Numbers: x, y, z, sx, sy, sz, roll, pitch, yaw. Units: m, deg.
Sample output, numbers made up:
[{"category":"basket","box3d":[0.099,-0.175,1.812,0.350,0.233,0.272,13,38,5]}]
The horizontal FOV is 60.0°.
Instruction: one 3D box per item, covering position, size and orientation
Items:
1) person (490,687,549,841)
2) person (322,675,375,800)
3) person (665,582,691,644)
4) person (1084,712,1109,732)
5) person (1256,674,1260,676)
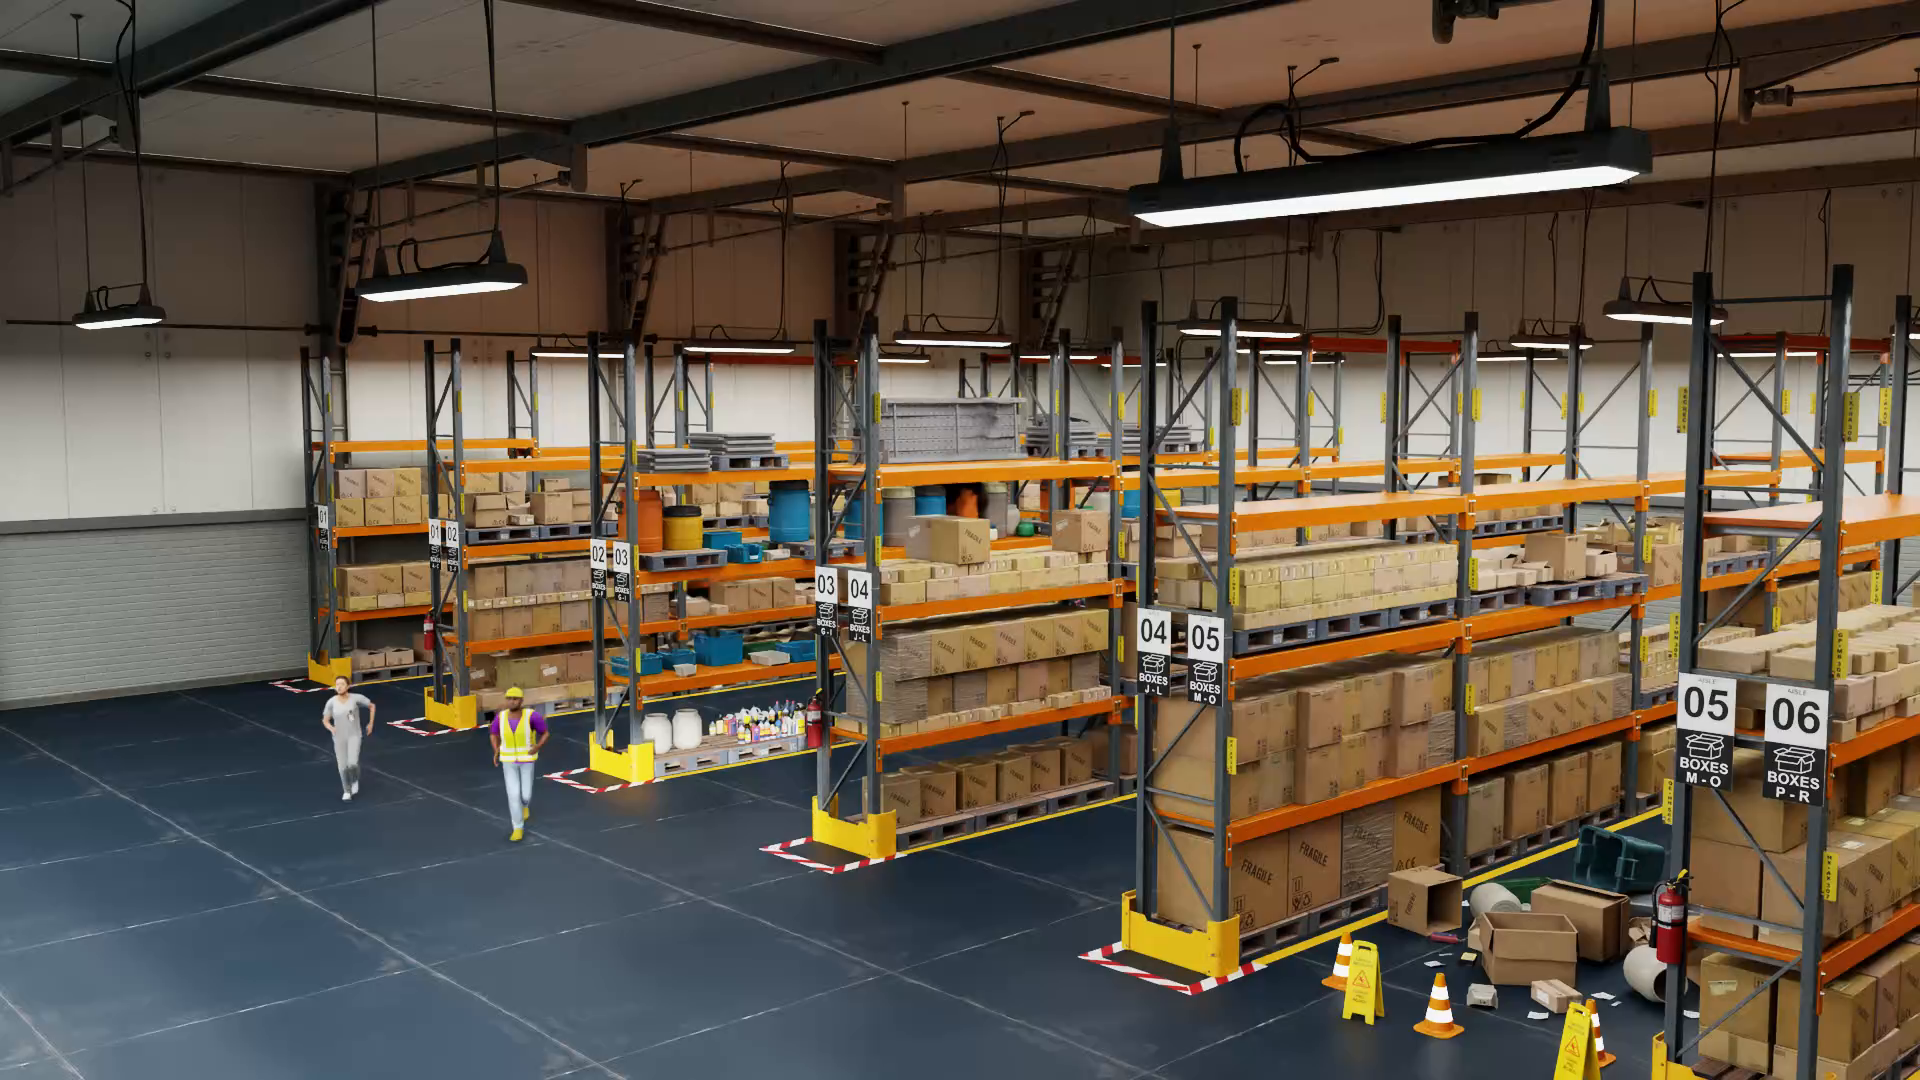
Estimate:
[{"category":"person","box3d":[-5.170,2.589,19.511,0.691,1.756,0.770,-1,5,-8]},{"category":"person","box3d":[-7.708,2.508,20.960,0.589,1.624,0.721,-1,5,-8]},{"category":"person","box3d":[-5.255,1.580,31.214,0.580,1.715,0.694,4,6,37]},{"category":"person","box3d":[1.943,1.927,24.059,0.661,1.770,0.673,5,7,44]},{"category":"person","box3d":[3.768,2.487,20.569,0.702,1.742,0.637,5,7,42]}]
